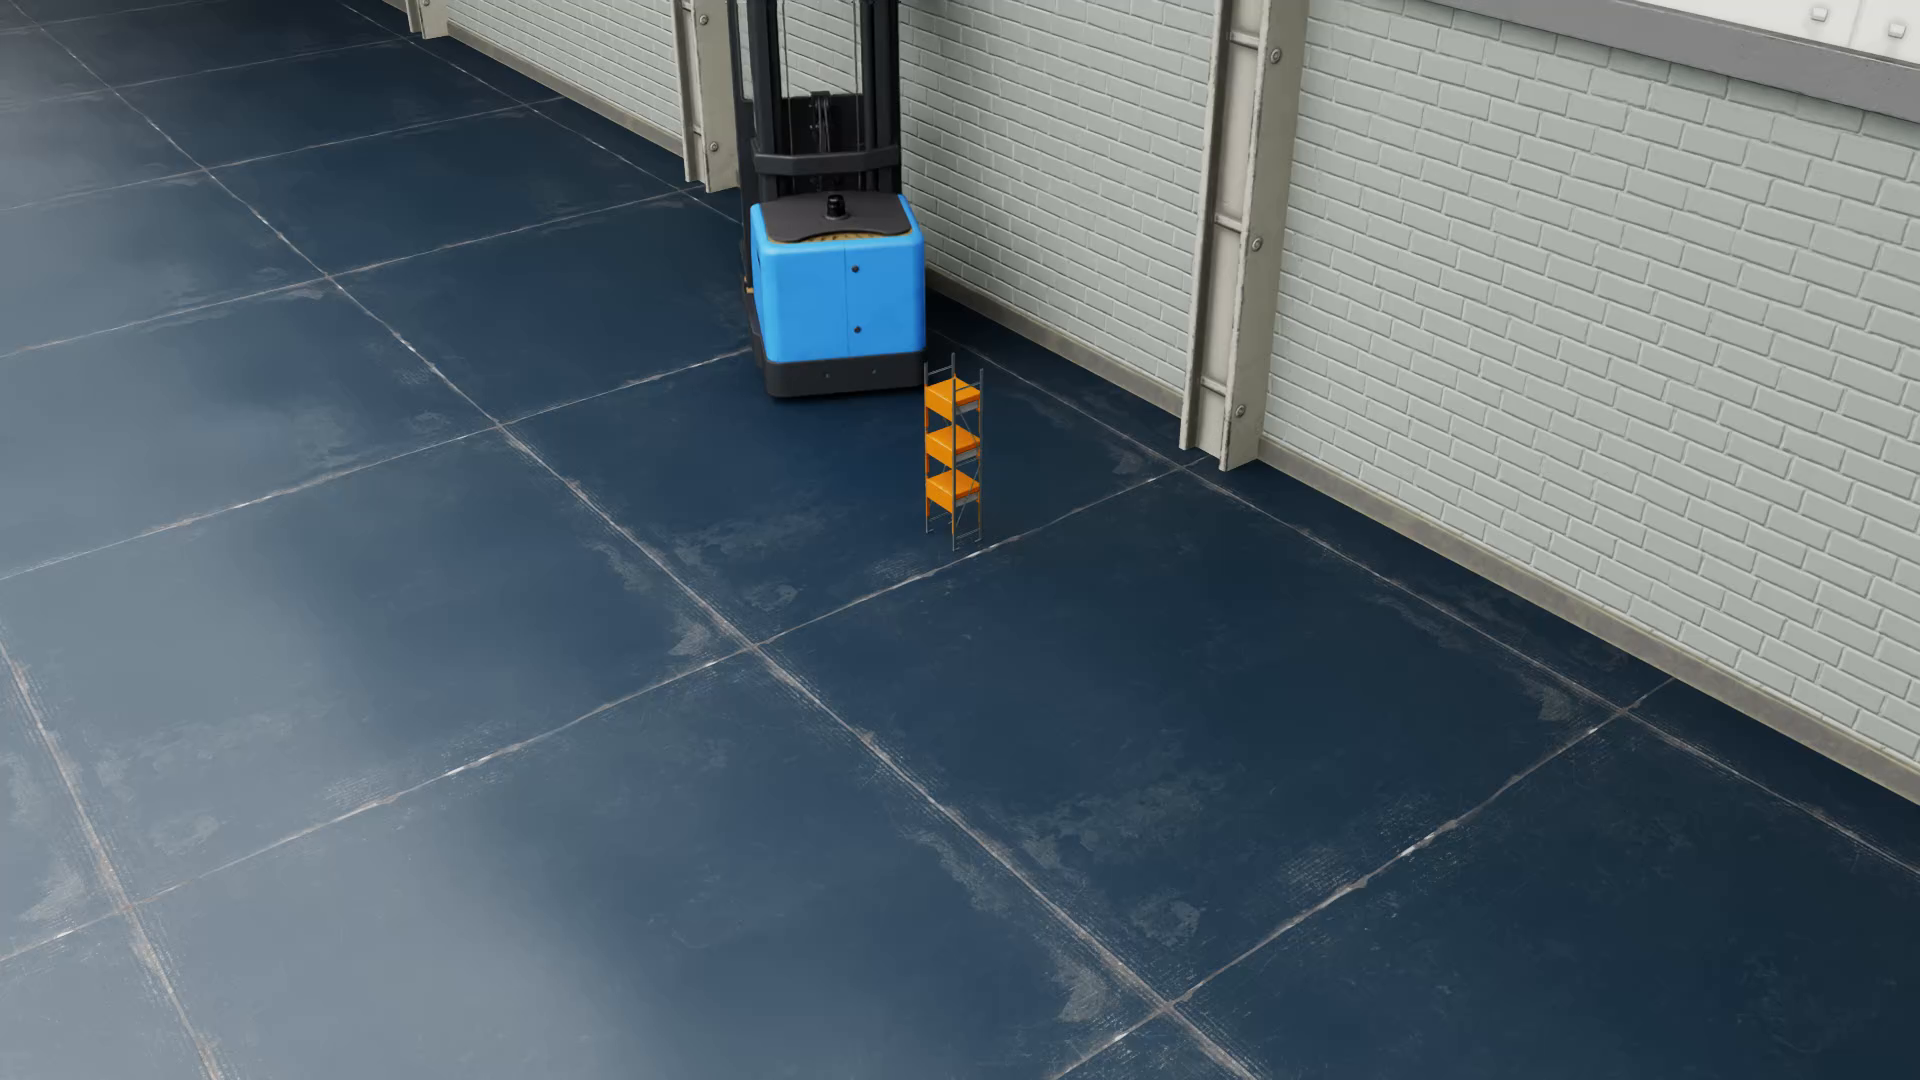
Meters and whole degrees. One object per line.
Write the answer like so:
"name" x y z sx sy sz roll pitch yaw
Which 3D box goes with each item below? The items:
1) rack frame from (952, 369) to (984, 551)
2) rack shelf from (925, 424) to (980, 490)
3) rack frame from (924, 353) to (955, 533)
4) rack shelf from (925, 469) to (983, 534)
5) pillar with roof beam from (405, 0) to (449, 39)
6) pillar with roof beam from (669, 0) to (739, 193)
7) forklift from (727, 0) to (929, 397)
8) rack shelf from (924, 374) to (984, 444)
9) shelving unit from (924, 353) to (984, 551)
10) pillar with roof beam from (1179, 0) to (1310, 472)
"rack frame" 0.042 -0.417 8.927 0.200 1.050 0.008 -22 38 -31
"rack shelf" -0.033 -0.459 9.014 0.215 0.259 0.240 -22 38 -31
"rack frame" -0.108 -0.519 9.091 0.200 1.050 0.008 -22 38 -31
"rack shelf" -0.033 -0.223 9.161 0.215 0.259 0.240 -22 38 -31
"pillar with roof beam" -9.181 -7.969 13.551 9.100 9.000 0.400 -22 38 -31
"pillar with roof beam" -5.502 -5.468 9.525 9.100 9.000 0.400 -22 38 -31
"forklift" -0.983 -2.916 11.168 1.130 2.935 3.031 -6 32 -9
"rack shelf" -0.033 -0.700 8.865 0.215 0.259 0.240 -22 38 -31
"shelving unit" -0.033 -0.468 9.009 0.215 1.050 0.252 -22 38 -31
"pillar with roof beam" -1.823 -2.968 5.499 9.100 9.000 0.400 -22 38 -31
